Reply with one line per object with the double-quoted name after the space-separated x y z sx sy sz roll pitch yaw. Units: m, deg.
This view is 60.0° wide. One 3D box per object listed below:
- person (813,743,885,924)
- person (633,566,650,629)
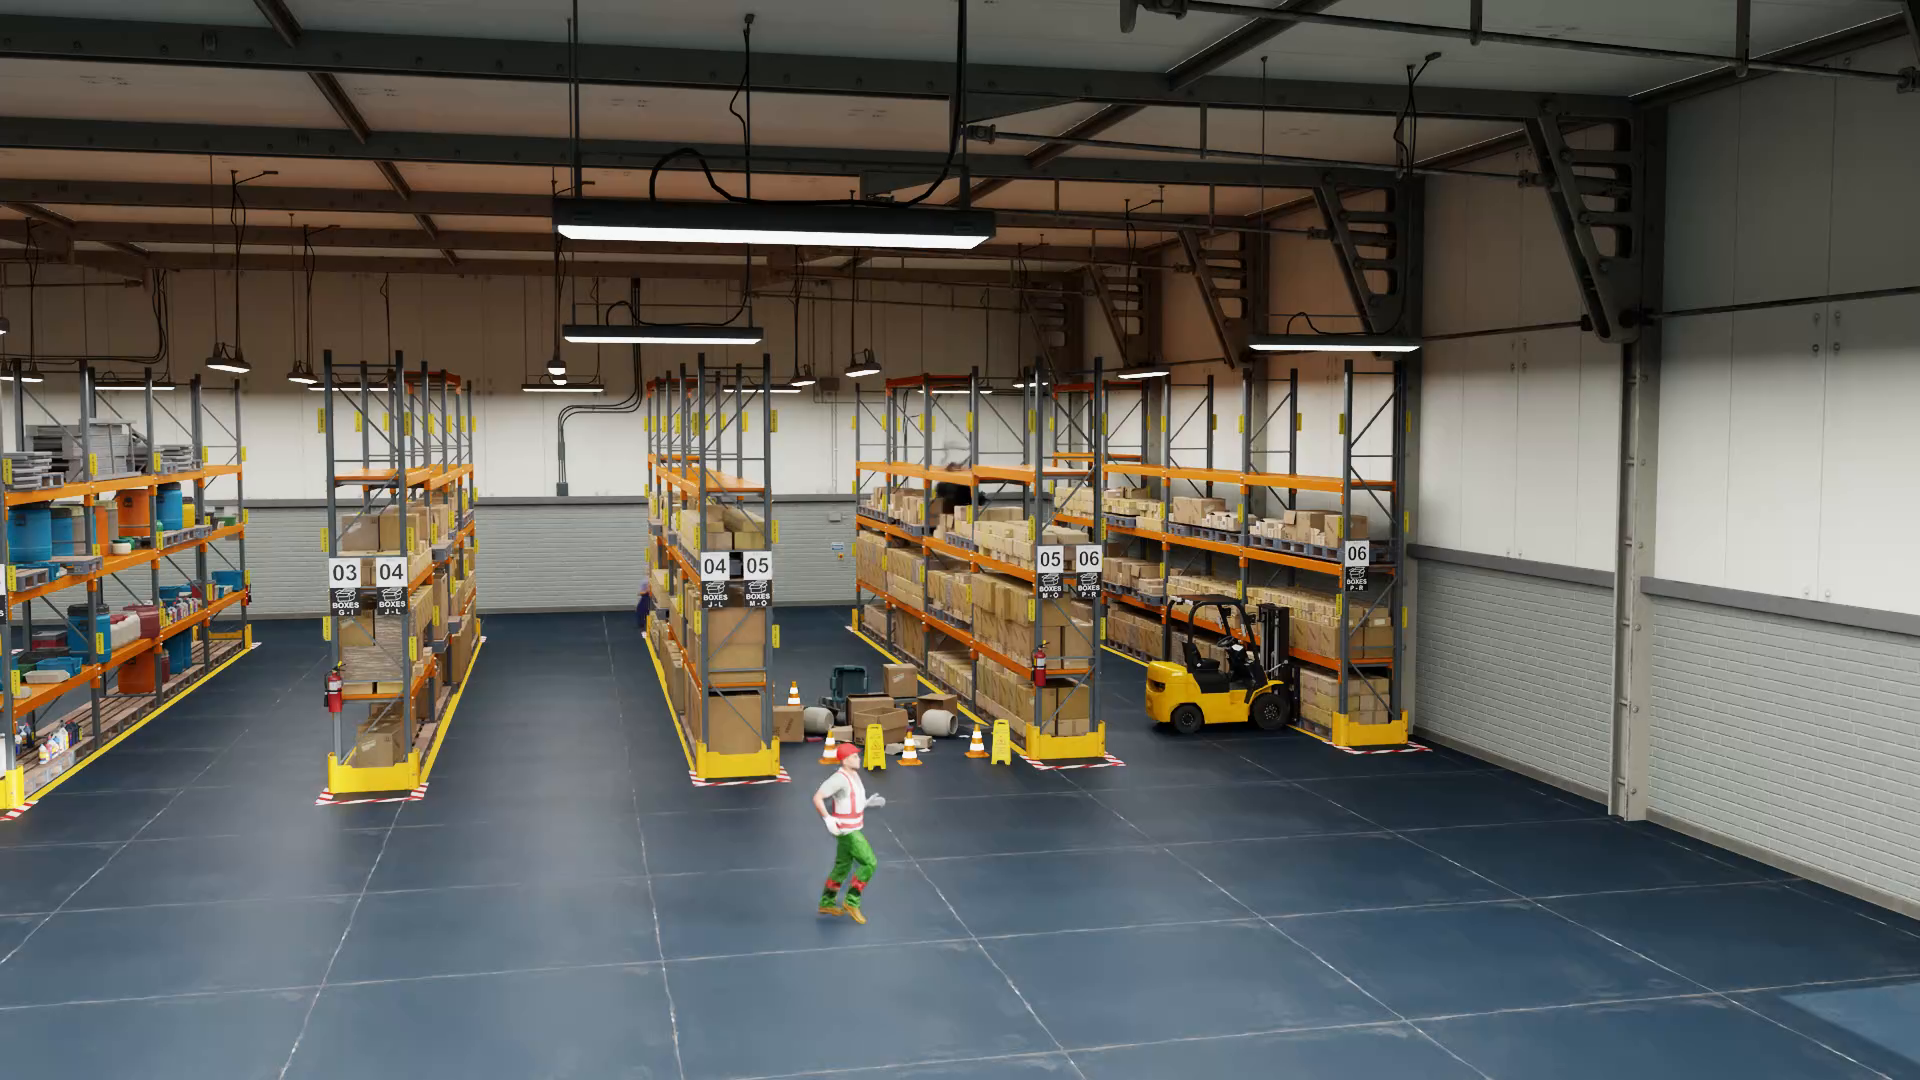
-1.096 2.944 16.738 0.688 1.809 0.650 1 4 8 "person"
-7.668 1.414 40.470 0.664 1.586 0.725 0 4 -6 "person"
